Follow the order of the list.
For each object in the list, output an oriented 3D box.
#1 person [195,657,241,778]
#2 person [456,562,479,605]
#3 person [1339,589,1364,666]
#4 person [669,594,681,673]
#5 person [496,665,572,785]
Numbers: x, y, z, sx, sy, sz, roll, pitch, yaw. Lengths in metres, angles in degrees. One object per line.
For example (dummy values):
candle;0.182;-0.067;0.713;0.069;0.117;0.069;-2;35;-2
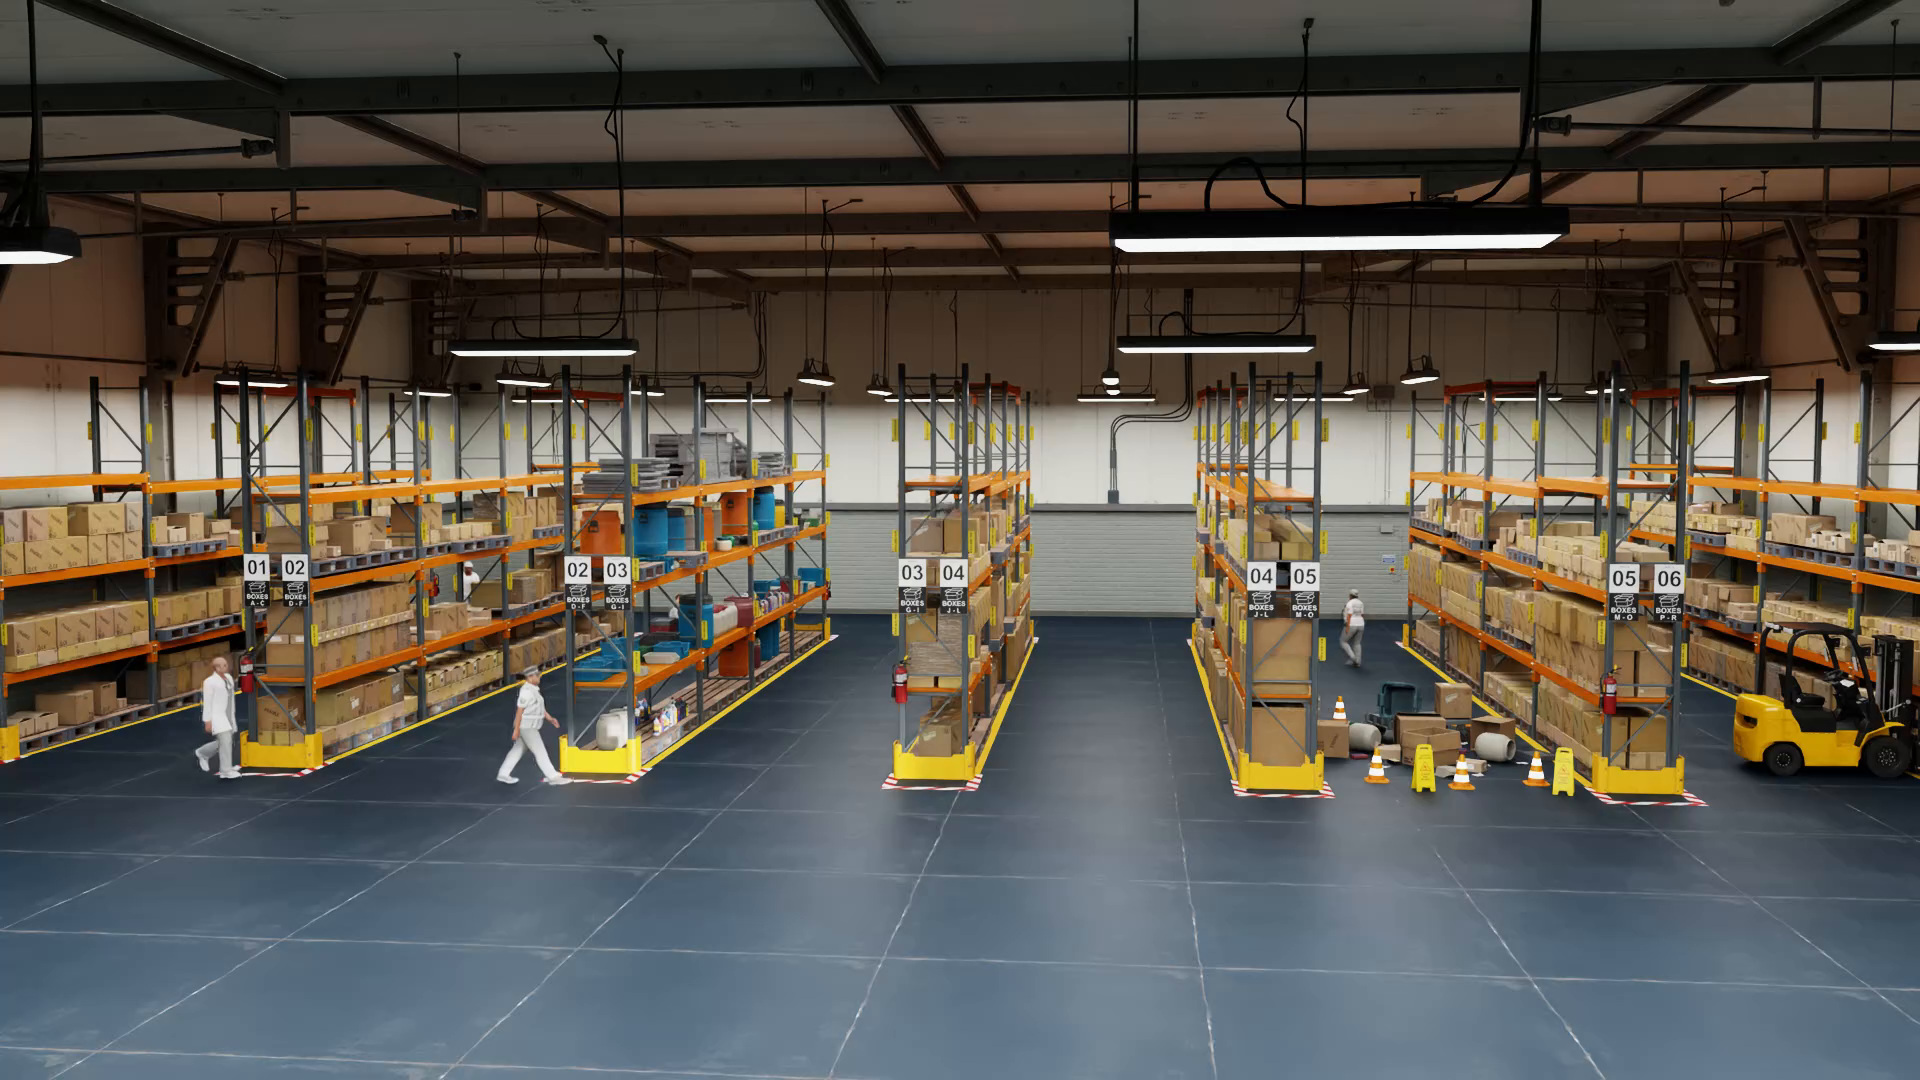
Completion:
person;-10.780;2.566;24.153;0.853;1.748;0.622;1;4;17
person;-12.542;1.405;42.445;0.613;1.701;1.120;-2;4;-29
person;8.442;1.883;35.680;0.535;1.663;0.444;-2;4;-32
person;-5.886;1.941;34.807;0.437;1.603;1.060;1;4;9
person;-6.044;2.611;23.533;1.107;1.694;0.588;0;4;3
